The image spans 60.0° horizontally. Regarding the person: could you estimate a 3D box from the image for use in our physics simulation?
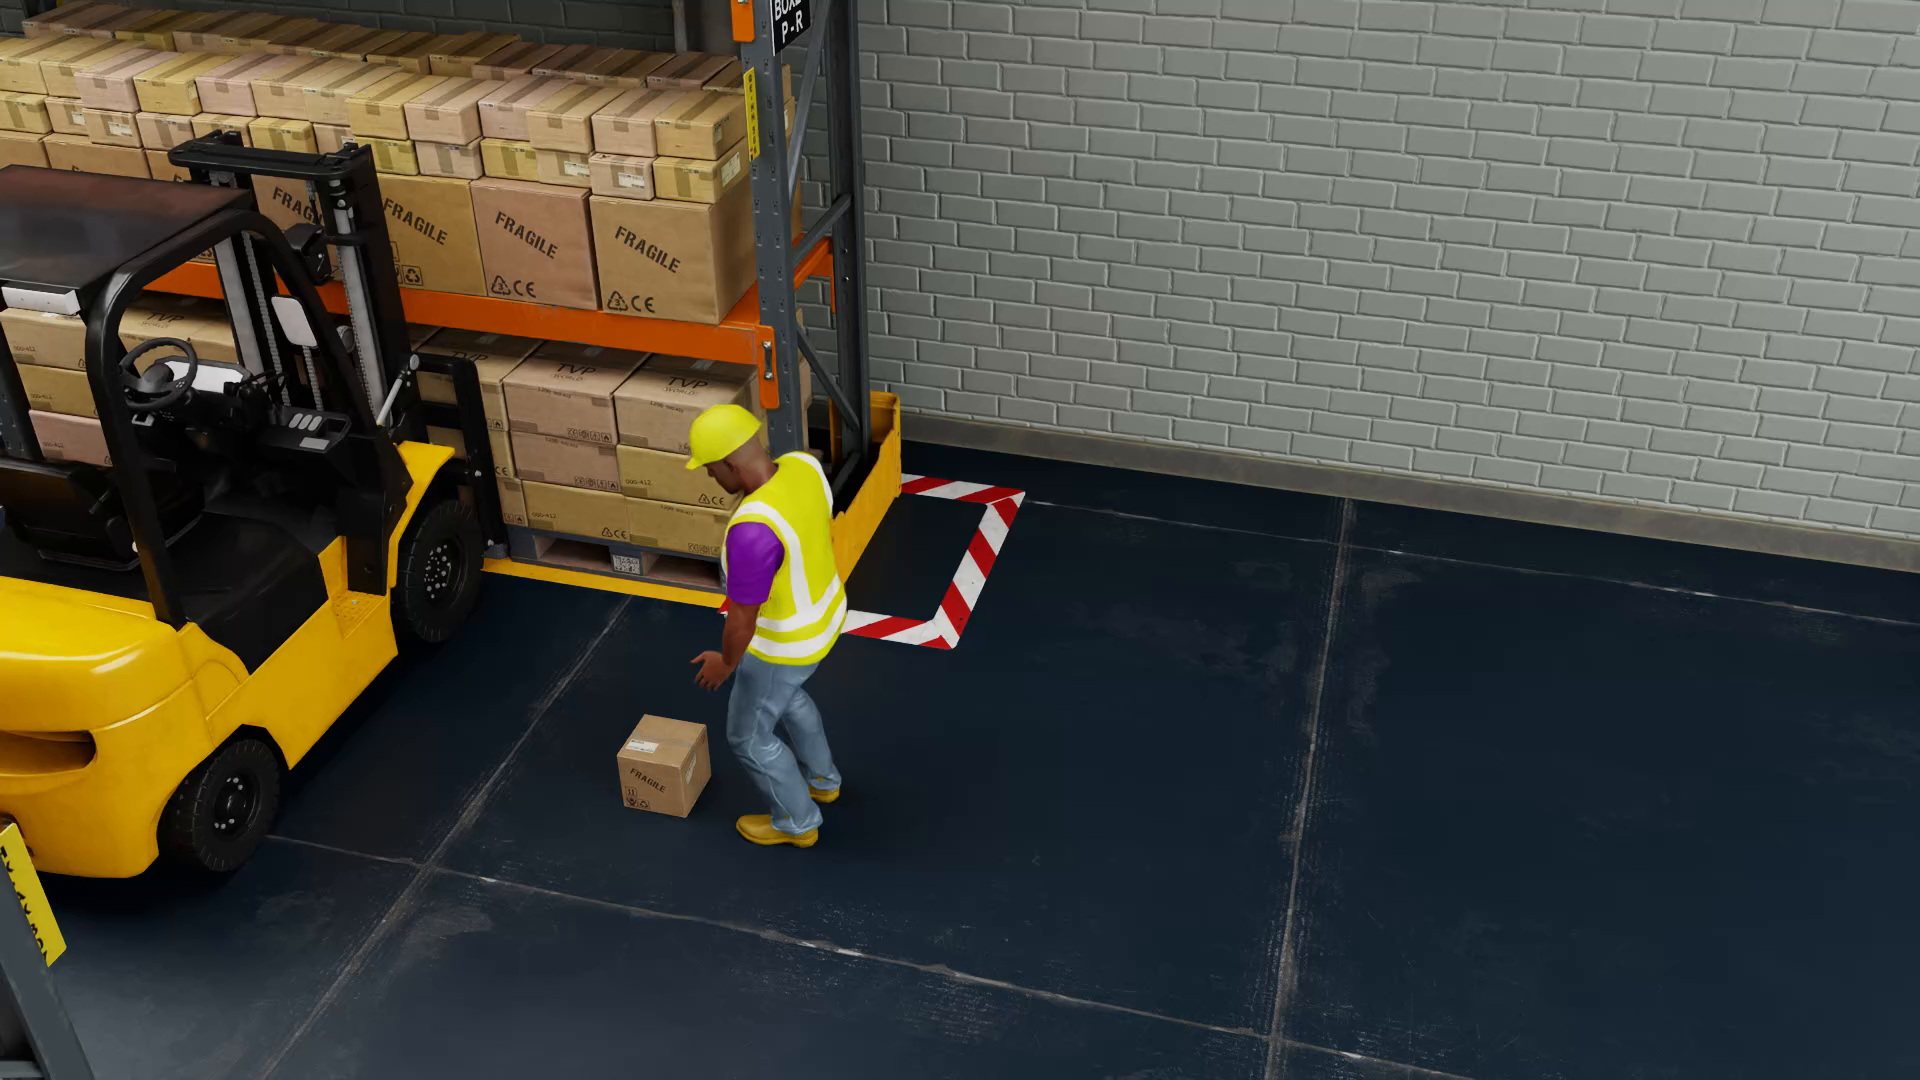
[{"bbox_3d":[-0.646,0.302,5.703,0.471,1.707,0.454,9,34,14],"label":"person"}]
